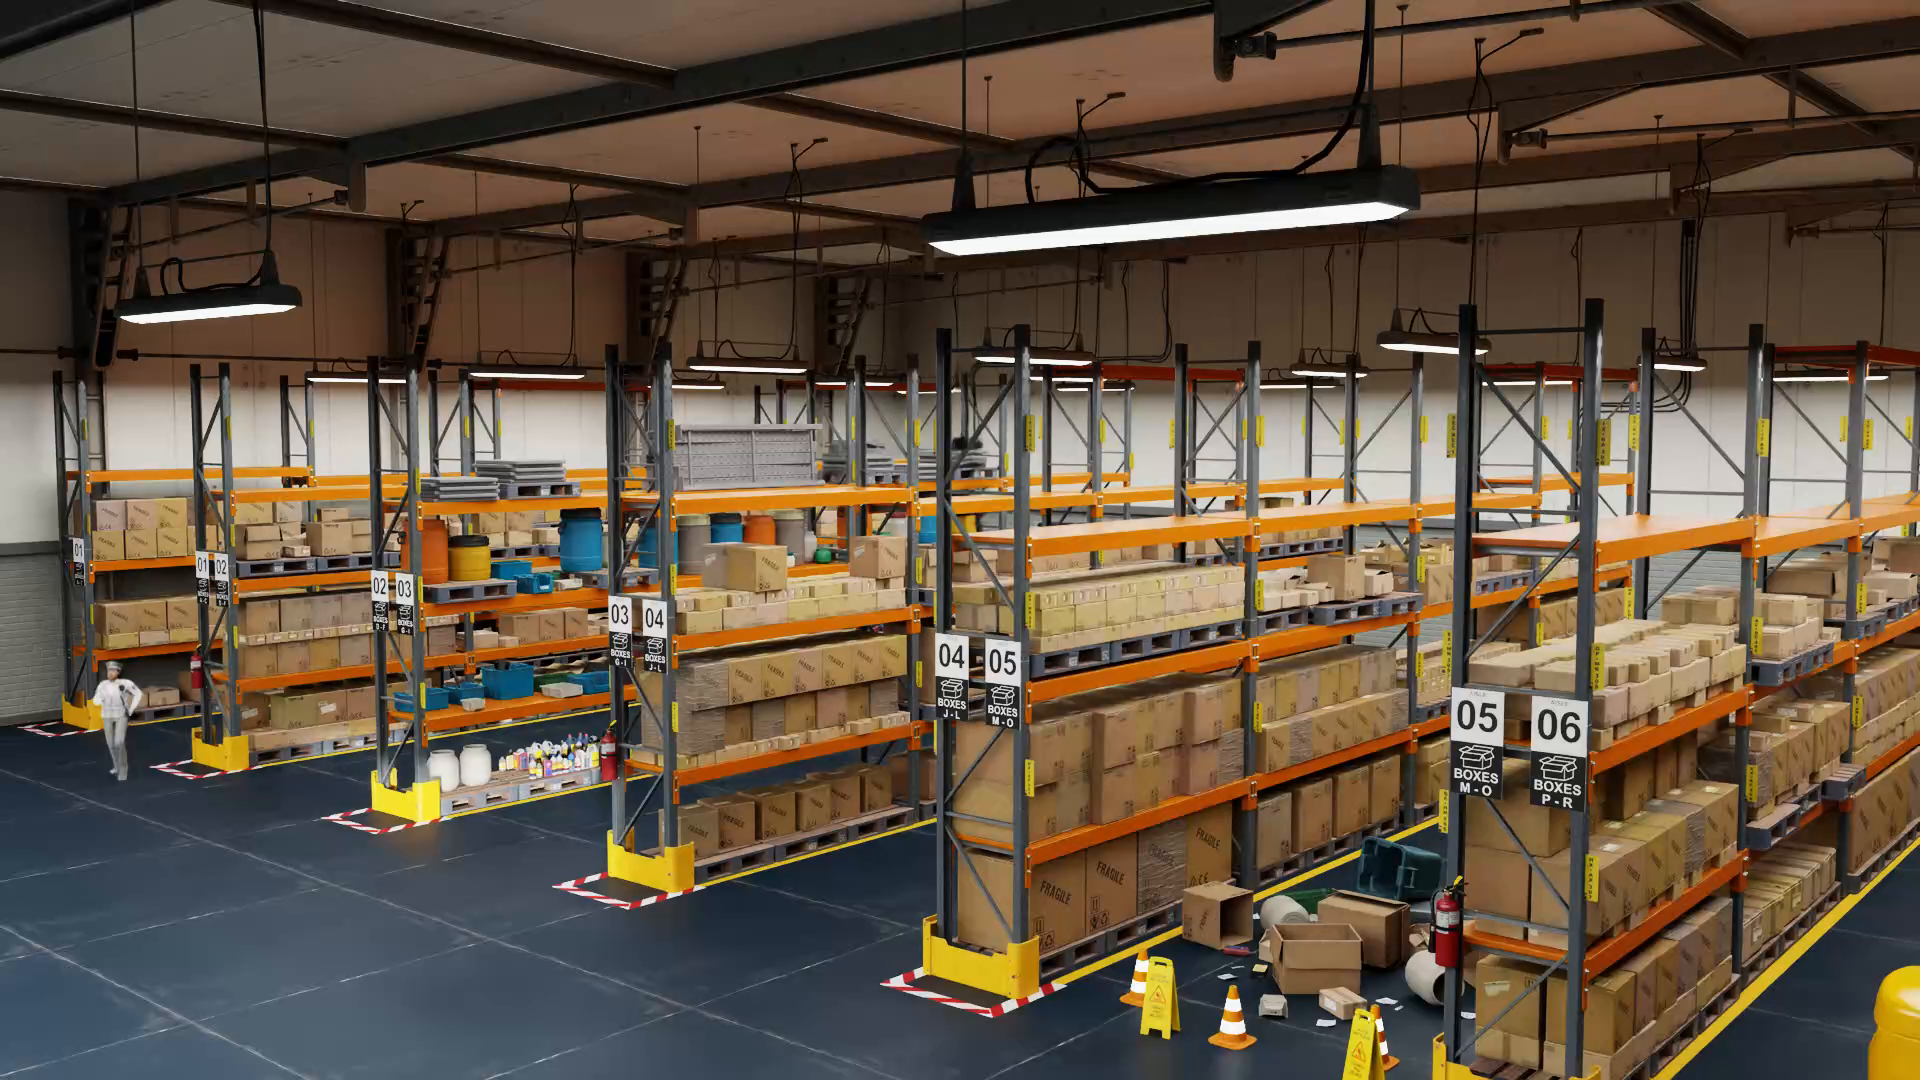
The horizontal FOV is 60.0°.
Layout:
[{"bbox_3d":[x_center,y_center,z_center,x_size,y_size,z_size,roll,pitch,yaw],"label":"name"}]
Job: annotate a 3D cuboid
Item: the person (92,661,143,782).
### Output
[{"bbox_3d":[-12.143,2.604,23.926,0.605,1.759,0.662,-1,4,-7],"label":"person"}]
